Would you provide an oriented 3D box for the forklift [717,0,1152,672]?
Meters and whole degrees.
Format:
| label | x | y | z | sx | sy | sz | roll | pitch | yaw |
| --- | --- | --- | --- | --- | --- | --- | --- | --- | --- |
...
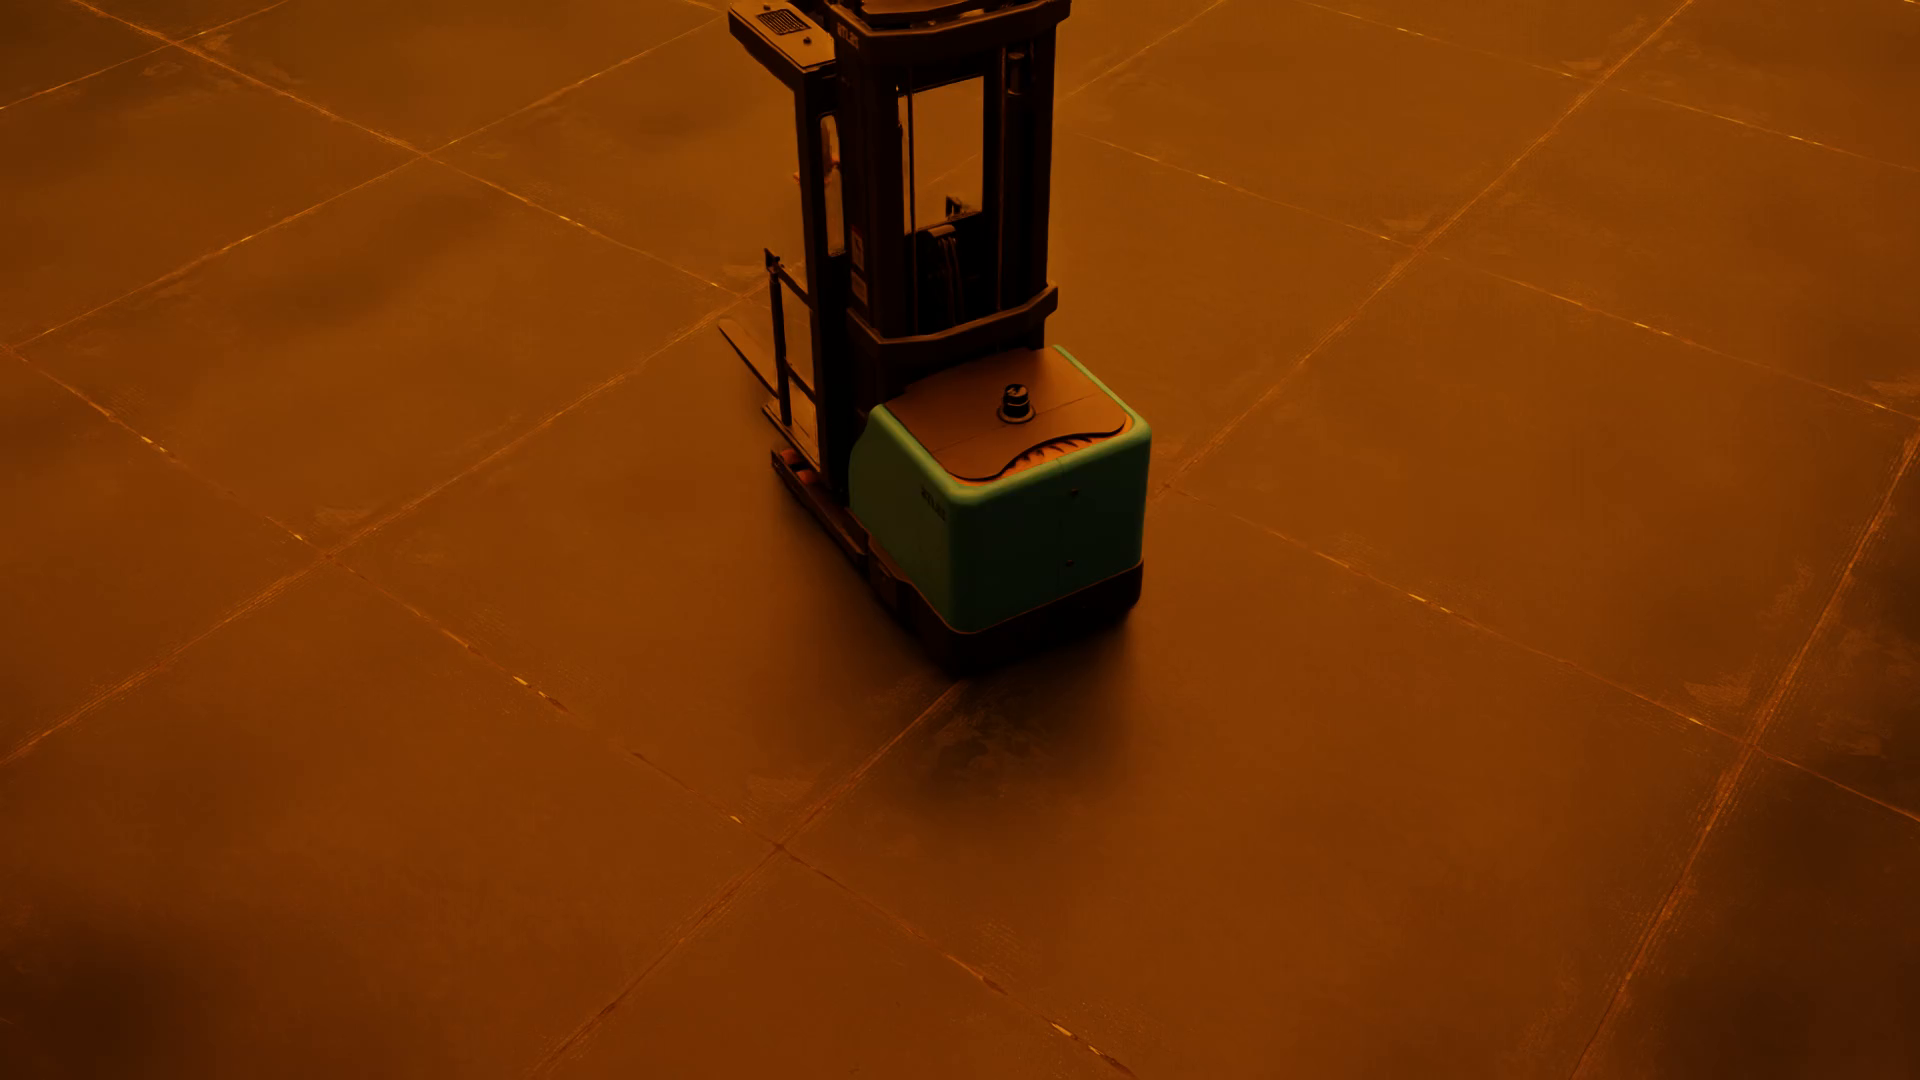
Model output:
| label | x | y | z | sx | sy | sz | roll | pitch | yaw |
| --- | --- | --- | --- | --- | --- | --- | --- | --- | --- |
| forklift | -0.323 | -1.455 | 7.781 | 1.130 | 2.935 | 3.031 | -21 | 45 | -23 |

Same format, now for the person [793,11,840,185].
| label | x | y | z | sx | sy | sz | roll | pitch | yaw |
| --- | --- | --- | --- | --- | --- | --- | --- | --- | --- |
| person | -0.864 | -3.056 | 10.663 | 0.429 | 1.670 | 0.534 | 30 | 49 | 30 |
